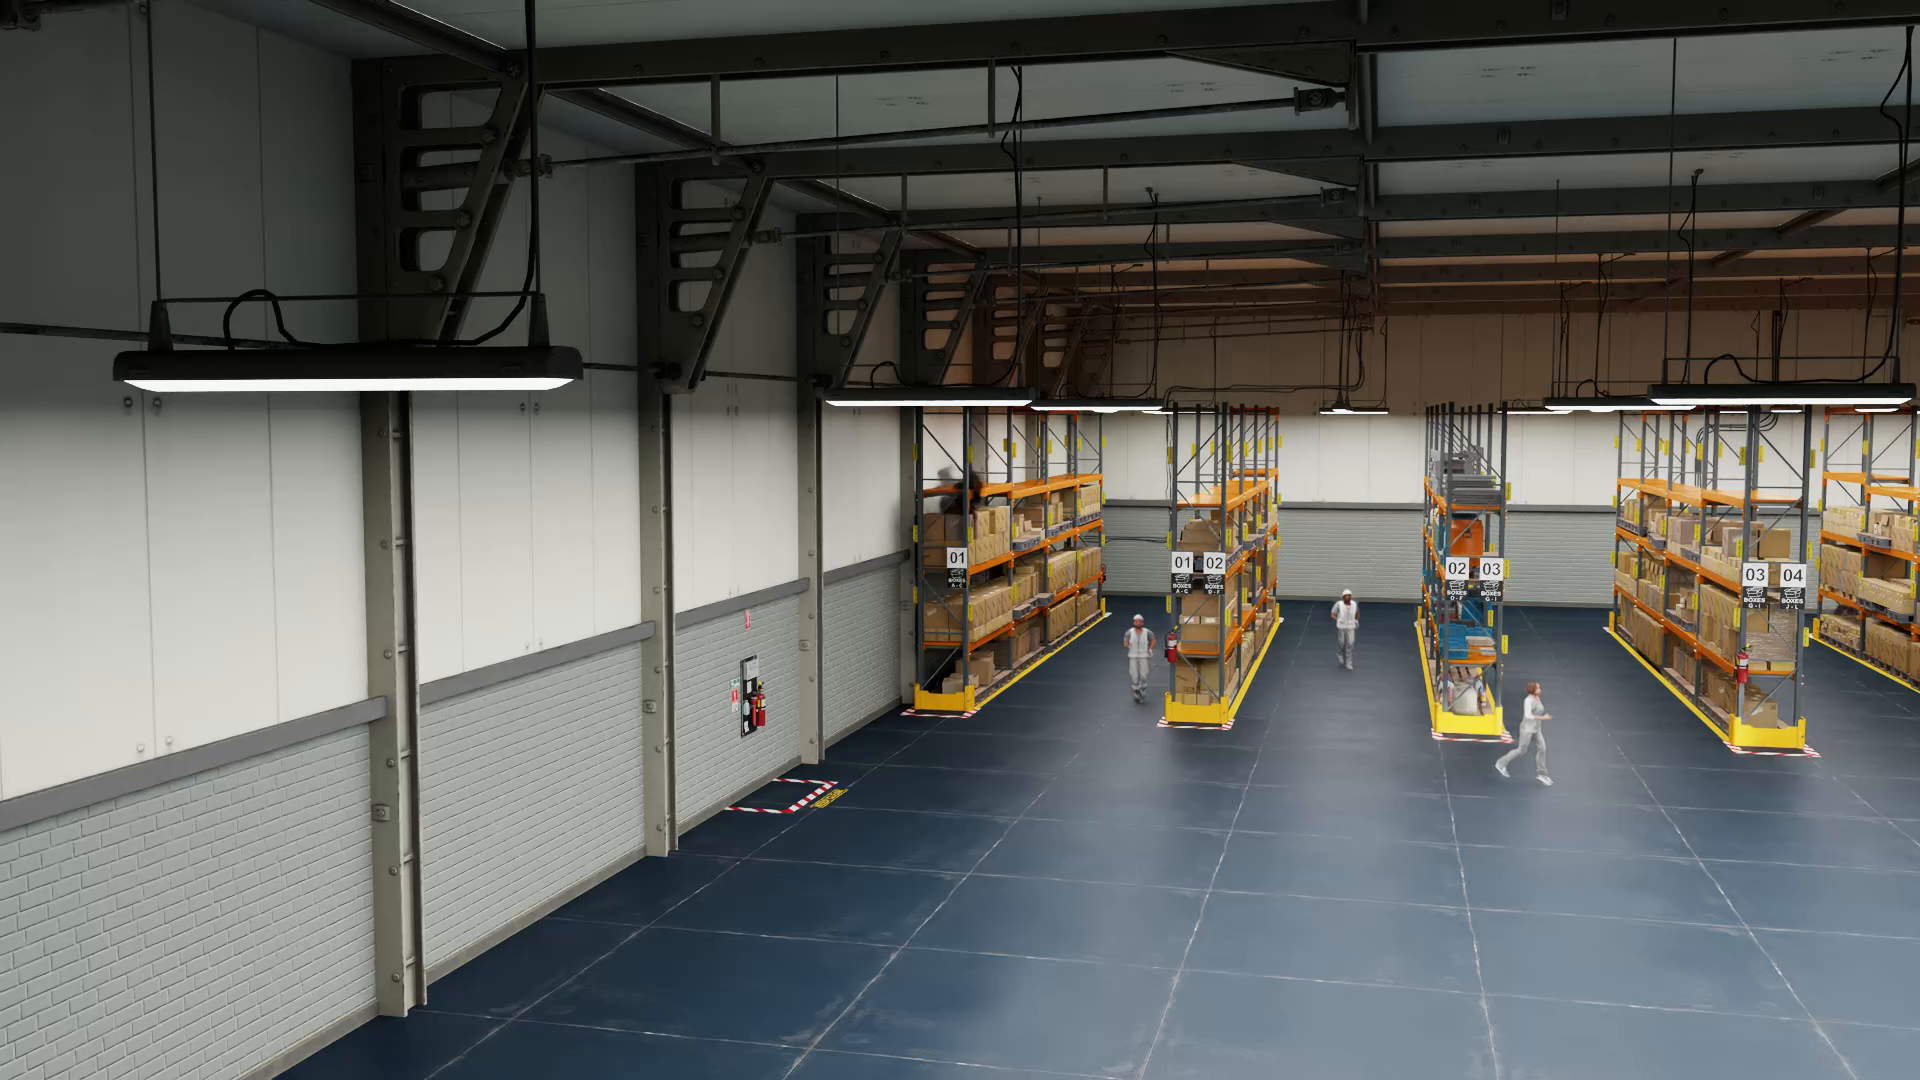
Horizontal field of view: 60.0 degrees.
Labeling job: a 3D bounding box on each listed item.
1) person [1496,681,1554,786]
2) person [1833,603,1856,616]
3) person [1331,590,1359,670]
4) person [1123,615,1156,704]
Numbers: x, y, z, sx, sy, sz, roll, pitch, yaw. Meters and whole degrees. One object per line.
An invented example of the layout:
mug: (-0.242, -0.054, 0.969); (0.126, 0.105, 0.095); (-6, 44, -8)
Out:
person: (8.872, 3.000, 26.032); (0.874, 1.619, 0.549); (4, 6, 40)
person: (23.580, 1.644, 44.198); (0.753, 1.698, 0.725); (3, 5, 33)
person: (8.811, 2.026, 38.009); (0.679, 1.789, 0.916); (0, 4, 3)
person: (3.570, 2.387, 33.167); (0.634, 1.786, 0.645); (1, 4, 9)
